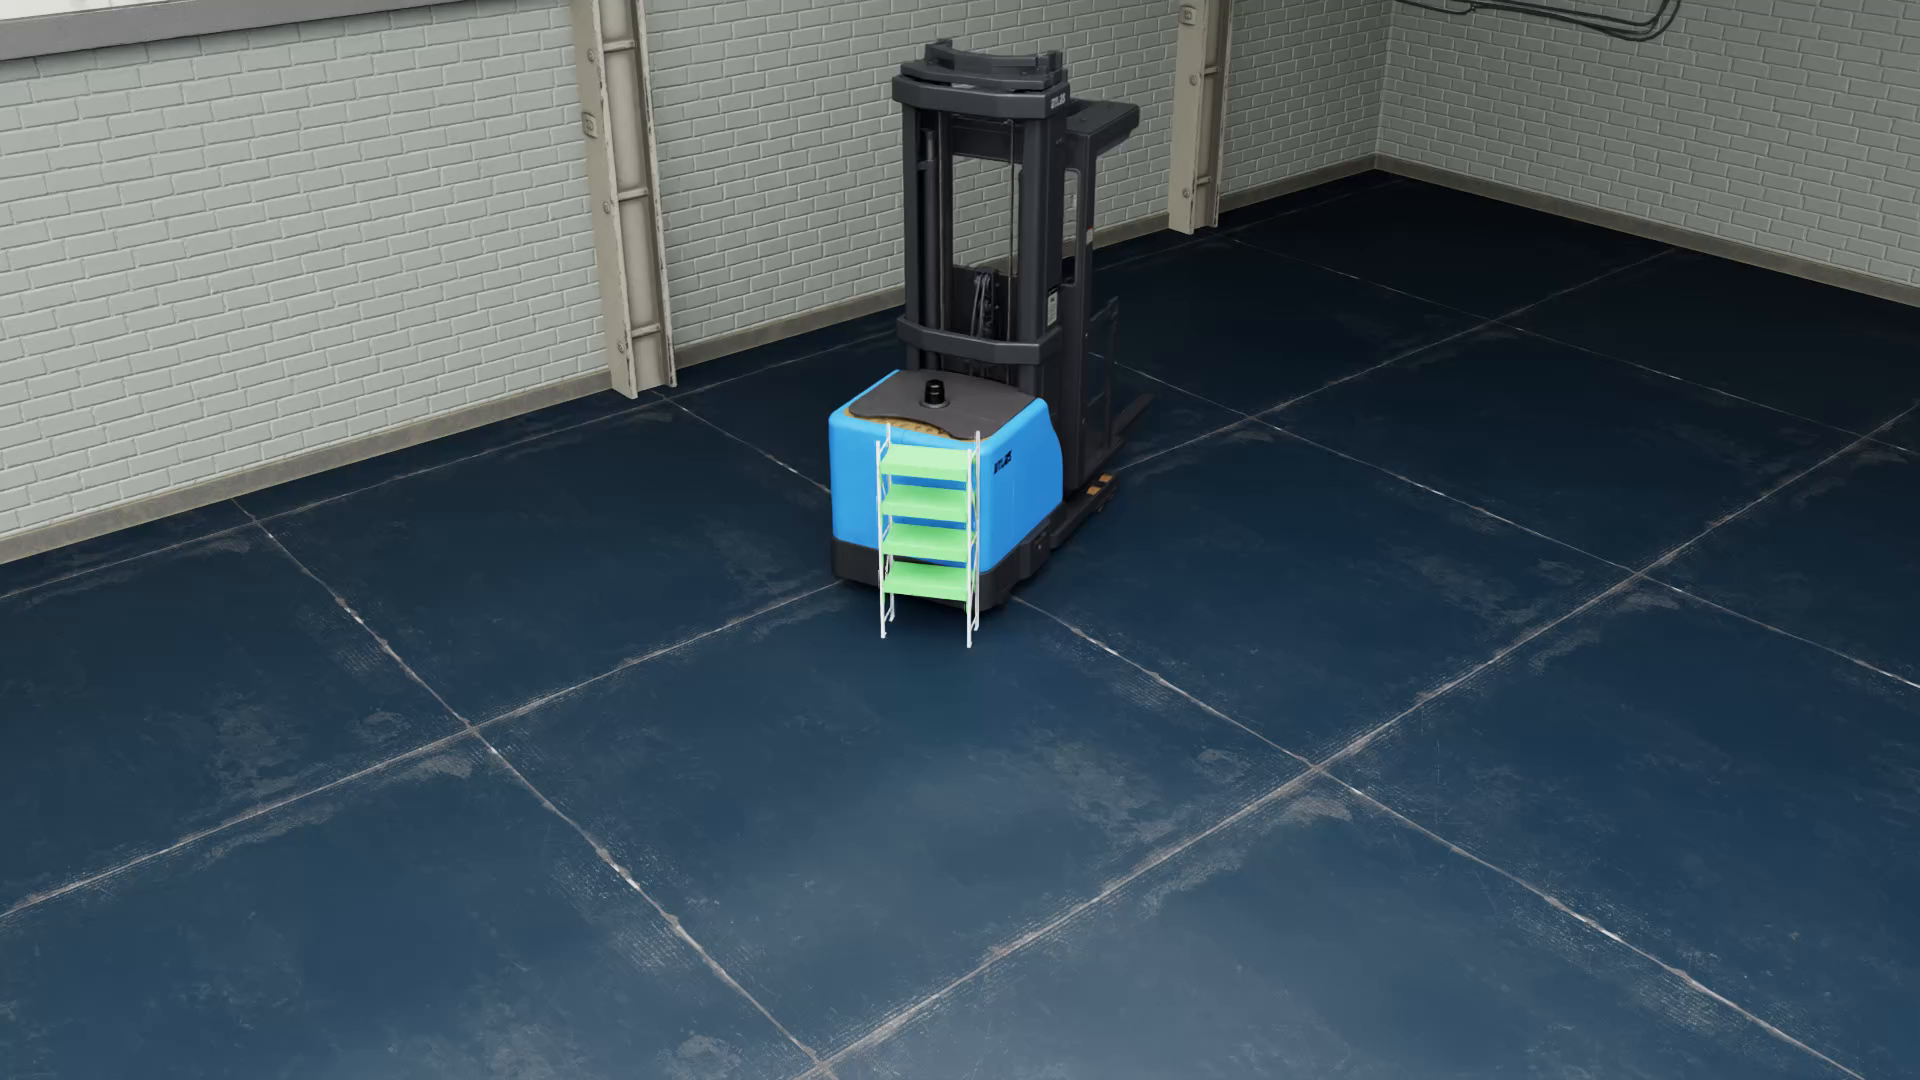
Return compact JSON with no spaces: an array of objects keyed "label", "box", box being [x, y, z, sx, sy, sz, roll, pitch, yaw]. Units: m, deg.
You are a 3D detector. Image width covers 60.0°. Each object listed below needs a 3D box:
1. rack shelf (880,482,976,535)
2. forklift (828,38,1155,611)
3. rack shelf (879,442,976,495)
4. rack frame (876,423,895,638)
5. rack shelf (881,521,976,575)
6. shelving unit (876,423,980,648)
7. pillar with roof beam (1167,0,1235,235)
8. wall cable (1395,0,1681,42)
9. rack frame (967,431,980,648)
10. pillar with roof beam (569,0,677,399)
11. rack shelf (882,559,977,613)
[{"label":"rack shelf","box":[-0.166,-0.170,8.921,0.480,0.148,0.258,6,29,11]},{"label":"forklift","box":[0.373,-1.556,10.052,1.130,2.935,3.031,14,31,24]},{"label":"rack shelf","box":[-0.166,-0.381,8.807,0.480,0.148,0.258,6,29,11]},{"label":"rack frame","box":[-0.404,-0.039,9.050,0.015,1.200,0.240,6,29,11]},{"label":"rack shelf","box":[-0.166,0.041,9.034,0.480,0.148,0.258,6,29,11]},{"label":"shelving unit","box":[-0.166,-0.015,9.004,0.503,1.200,0.258,6,29,11]},{"label":"pillar with roof beam","box":[5.003,-5.408,10.822,0.400,9.000,9.100,-22,35,-35]},{"label":"wall cable","box":[5.308,-6.009,15.242,0.112,2.526,3.097,-22,35,-35]},{"label":"rack frame","box":[0.073,0.009,8.959,0.015,1.200,0.240,6,29,11]},{"label":"pillar with roof beam","box":[0.438,-3.573,7.388,0.400,9.000,9.100,-22,35,-35]},{"label":"rack shelf","box":[-0.166,0.253,9.148,0.480,0.148,0.258,6,29,11]}]
